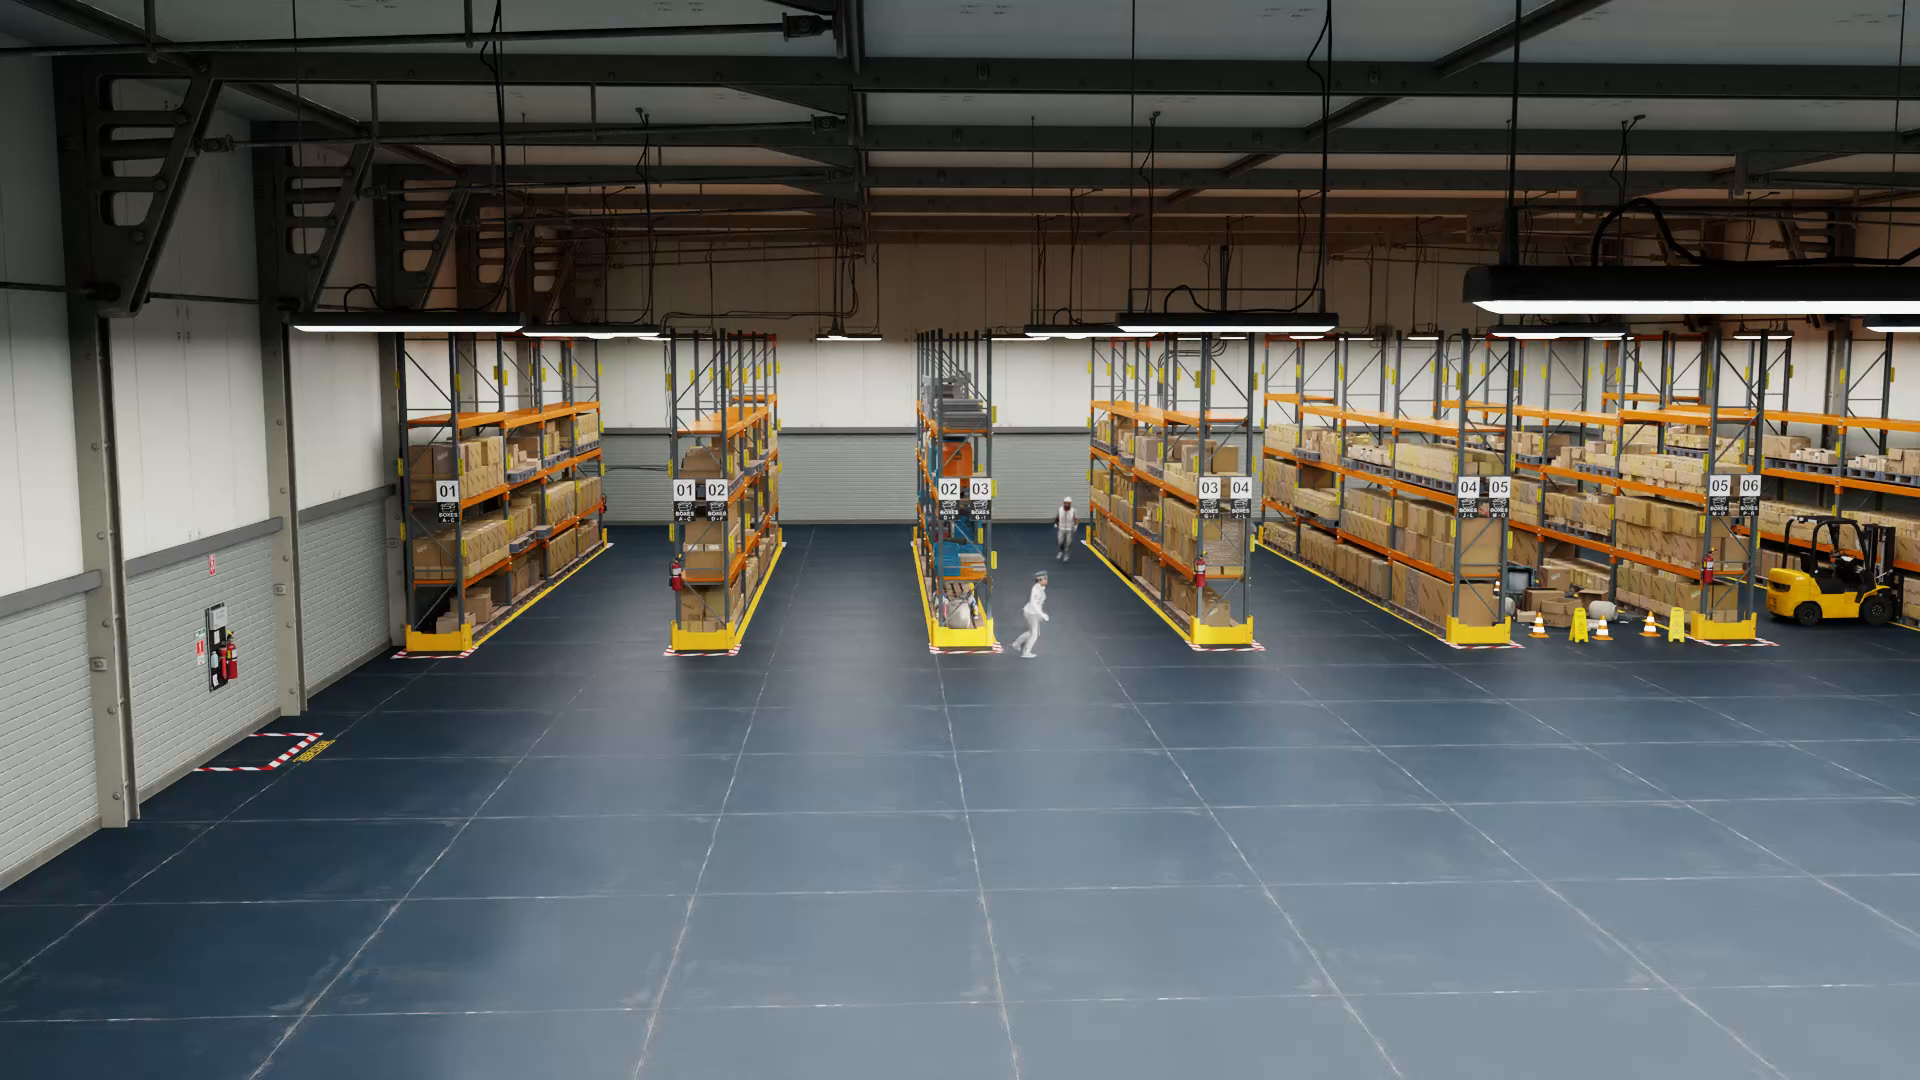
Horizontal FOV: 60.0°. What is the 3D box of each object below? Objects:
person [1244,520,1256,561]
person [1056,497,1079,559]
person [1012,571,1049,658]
[{"bbox_3d":[7.067,0.059,41.196,0.556,1.394,0.828,0,7,0],"label":"person"},{"bbox_3d":[2.819,-0.307,43.573,0.610,1.662,0.551,1,7,7],"label":"person"},{"bbox_3d":[1.290,1.352,30.396,0.723,1.604,0.586,2,7,13],"label":"person"}]
